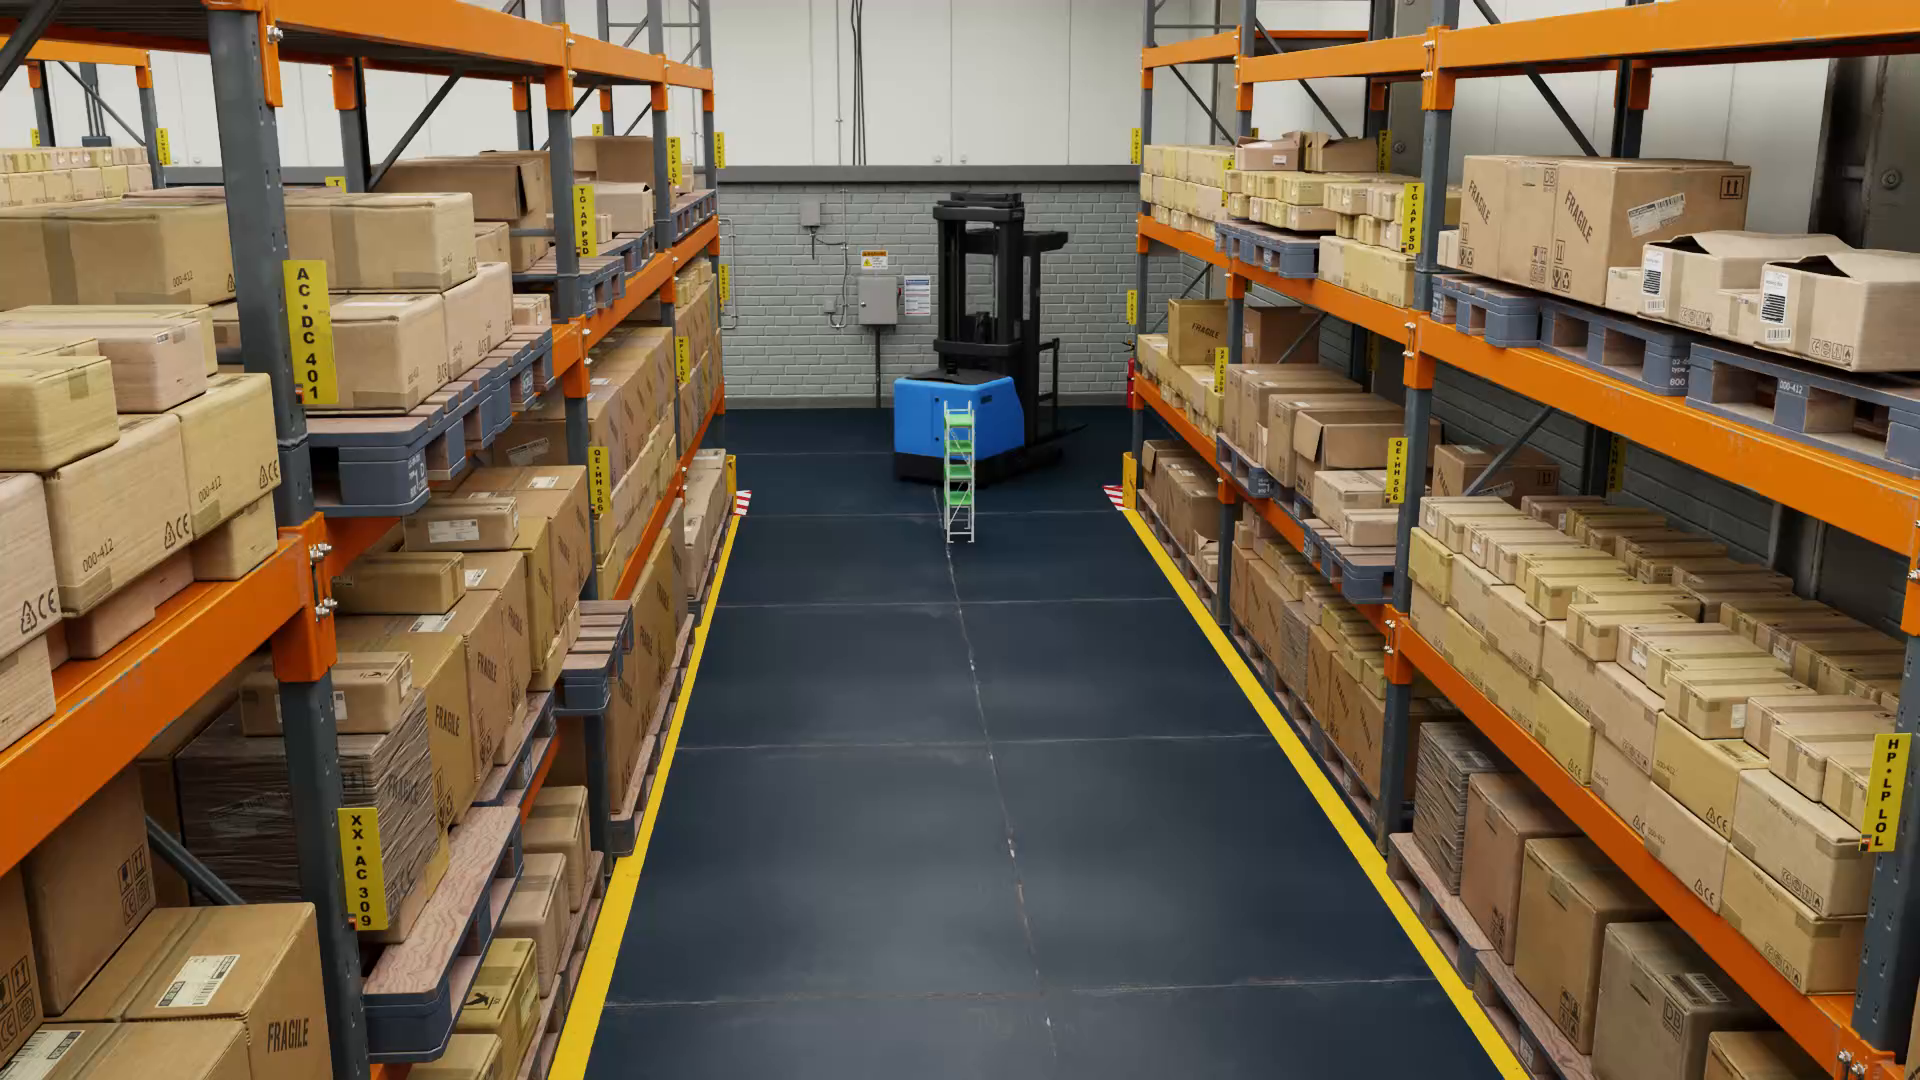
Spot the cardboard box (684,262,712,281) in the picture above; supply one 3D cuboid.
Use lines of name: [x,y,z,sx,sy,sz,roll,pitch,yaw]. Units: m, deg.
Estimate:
cardboard box: [-2.400,-2.376,14.732,0.380,0.149,0.250,-1,14,-4]

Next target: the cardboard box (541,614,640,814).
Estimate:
cardboard box: [-2.226,0.901,8.925,0.875,0.875,0.875,-1,14,-4]

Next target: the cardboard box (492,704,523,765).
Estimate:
cardboard box: [-1.790,0.695,5.967,0.380,0.149,0.250,0,14,-1]

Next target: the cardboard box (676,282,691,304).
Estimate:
cardboard box: [-2.306,-1.931,13.003,0.380,0.149,0.250,-1,14,-5]

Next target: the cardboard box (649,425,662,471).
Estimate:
cardboard box: [-2.168,-0.557,10.468,0.500,0.250,0.500,-1,14,-2]

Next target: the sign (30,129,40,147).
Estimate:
sign: [-8.238,-3.507,14.863,0.100,0.325,0.005,-1,14,-3]

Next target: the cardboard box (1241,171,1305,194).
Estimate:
cardboard box: [2.108,-2.404,11.195,0.380,0.149,0.250,-1,14,-3]

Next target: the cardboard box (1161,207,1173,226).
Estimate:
cardboard box: [1.957,-2.809,14.409,0.380,0.149,0.250,-1,14,-4]

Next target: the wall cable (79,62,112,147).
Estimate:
wall cable: [-9.563,-7.511,19.702,2.277,5.999,0.120,-1,14,-3]

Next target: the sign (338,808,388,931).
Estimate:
sign: [-1.477,0.814,4.106,0.100,0.325,0.005,-1,14,-3]

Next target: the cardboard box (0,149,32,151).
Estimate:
cardboard box: [-7.826,-3.115,13.592,0.380,0.149,0.250,0,14,-2]

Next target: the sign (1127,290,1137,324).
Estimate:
sign: [1.650,-2.229,15.934,0.100,0.325,0.005,-1,14,-3]

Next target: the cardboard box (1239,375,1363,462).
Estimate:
cardboard box: [2.279,-0.823,11.161,0.700,0.500,0.500,-1,14,-3]

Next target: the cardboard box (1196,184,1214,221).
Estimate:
cardboard box: [2.117,-2.593,12.769,0.500,0.250,0.500,-1,14,-5]

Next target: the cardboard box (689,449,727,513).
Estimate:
cardboard box: [-2.621,-0.541,15.408,0.875,0.438,0.875,-1,14,-5]

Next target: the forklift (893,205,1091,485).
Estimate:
forklift: [-3.228,-2.031,17.216,6.586,2.843,8.374,8,17,30]

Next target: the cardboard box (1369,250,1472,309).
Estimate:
cardboard box: [2.413,-1.333,8.468,0.500,0.250,0.500,-1,14,-5]

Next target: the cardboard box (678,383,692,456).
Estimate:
cardboard box: [-2.282,-0.915,12.363,0.500,0.500,0.500,0,14,-2]

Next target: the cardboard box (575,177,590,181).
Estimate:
cardboard box: [-2.873,-2.051,12.713,0.509,1.526,1.234,0,14,-2]

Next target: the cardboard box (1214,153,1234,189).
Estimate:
cardboard box: [2.168,-2.712,12.227,0.500,0.250,0.500,-1,14,-3]

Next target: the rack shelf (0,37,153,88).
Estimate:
rack shelf: [-7.572,-3.697,12.787,1.077,0.370,4.000,-1,14,-3]

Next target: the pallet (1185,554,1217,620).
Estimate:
pallet: [2.398,0.356,13.219,1.003,0.211,1.213,-1,14,-3]

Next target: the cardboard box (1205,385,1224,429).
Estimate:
cardboard box: [2.165,-1.018,12.667,0.500,0.250,0.500,-1,14,-2]

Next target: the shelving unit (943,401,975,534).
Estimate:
shelving unit: [-6.149,0.483,10.742,13.061,1.200,8.595,-1,14,-3]

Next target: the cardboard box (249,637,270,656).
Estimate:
cardboard box: [-2.328,0.251,5.089,0.380,0.149,0.250,-1,14,-5]

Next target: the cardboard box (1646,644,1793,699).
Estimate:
cardboard box: [2.594,0.467,5.690,0.380,0.149,0.250,-1,14,-5]

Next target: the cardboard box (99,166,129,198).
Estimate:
cardboard box: [-7.381,-3.024,14.036,0.500,0.250,0.500,-1,14,-5]

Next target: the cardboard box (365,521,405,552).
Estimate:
cardboard box: [-2.391,0.230,6.473,0.500,0.500,0.500,-1,14,-2]

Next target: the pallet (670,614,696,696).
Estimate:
pallet: [-2.391,0.795,11.512,1.003,0.211,1.213,-1,14,-3]

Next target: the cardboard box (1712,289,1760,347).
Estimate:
cardboard box: [2.564,-0.686,5.112,0.380,0.149,0.250,-1,14,-4]

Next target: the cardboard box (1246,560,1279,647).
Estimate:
cardboard box: [2.288,0.440,11.472,0.500,0.500,0.500,-1,14,-4]

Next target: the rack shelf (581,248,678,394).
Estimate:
rack shelf: [-2.390,-1.353,9.689,1.077,0.370,4.000,-1,14,-3]

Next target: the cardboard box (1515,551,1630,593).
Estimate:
cardboard box: [2.547,0.149,6.924,0.380,0.149,0.250,-1,14,-3]

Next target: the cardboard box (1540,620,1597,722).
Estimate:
cardboard box: [2.572,0.497,6.371,0.500,0.250,0.500,-1,14,-3]

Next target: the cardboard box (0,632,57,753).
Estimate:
cardboard box: [-1.645,0.242,2.549,0.380,0.149,0.250,0,14,-2]

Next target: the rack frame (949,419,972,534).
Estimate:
rack frame: [0.006,-0.562,14.801,0.228,1.046,0.006,-1,14,-3]

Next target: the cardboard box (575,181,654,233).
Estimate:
cardboard box: [-2.250,-2.143,10.652,0.500,0.311,0.500,-1,14,-3]

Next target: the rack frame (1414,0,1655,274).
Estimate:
rack frame: [2.688,-2.734,7.594,1.000,3.000,0.127,-1,14,-3]

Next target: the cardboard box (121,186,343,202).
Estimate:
cardboard box: [-2.267,-0.978,5.241,0.500,0.250,0.500,-1,14,-3]

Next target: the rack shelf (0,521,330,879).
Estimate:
rack shelf: [-1.895,0.637,1.956,1.077,0.370,4.000,-1,14,-3]

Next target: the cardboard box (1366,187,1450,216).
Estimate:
cardboard box: [2.419,-1.823,8.977,0.380,0.149,0.250,-1,14,-4]

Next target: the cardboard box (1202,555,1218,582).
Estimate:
cardboard box: [2.112,0.220,13.032,0.380,0.149,0.250,-1,14,-5]

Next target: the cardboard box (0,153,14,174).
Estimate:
cardboard box: [-7.287,-2.795,12.347,0.380,0.149,0.250,-1,14,-5]

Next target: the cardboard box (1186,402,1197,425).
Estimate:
cardboard box: [2.057,-1.035,13.533,0.380,0.149,0.250,-1,14,-4]

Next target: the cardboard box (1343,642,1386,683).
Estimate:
cardboard box: [2.356,0.678,9.244,0.380,0.149,0.250,-2,15,-6]

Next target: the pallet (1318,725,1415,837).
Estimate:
pallet: [2.679,1.335,9.413,1.003,0.211,1.213,-1,14,-3]

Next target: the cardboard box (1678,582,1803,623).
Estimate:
cardboard box: [3.024,0.268,6.463,0.380,0.149,0.250,0,14,-2]

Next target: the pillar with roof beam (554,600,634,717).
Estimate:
pillar with roof beam: [-7.271,0.225,11.123,11.046,1.510,9.021,-1,14,-3]

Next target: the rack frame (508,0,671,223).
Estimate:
rack frame: [-2.514,-3.651,11.159,1.000,3.000,0.127,-1,14,-3]

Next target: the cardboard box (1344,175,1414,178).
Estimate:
cardboard box: [2.635,-2.221,10.484,0.380,0.149,0.250,-1,14,-5]

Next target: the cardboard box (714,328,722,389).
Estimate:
cardboard box: [-2.468,-1.673,15.310,0.500,0.500,0.500,-1,14,-3]

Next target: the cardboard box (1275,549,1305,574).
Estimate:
cardboard box: [2.349,0.162,11.249,0.380,0.149,0.250,-1,14,-4]

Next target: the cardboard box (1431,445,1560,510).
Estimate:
cardboard box: [2.812,-0.211,8.783,0.500,0.500,0.500,0,14,-1]
